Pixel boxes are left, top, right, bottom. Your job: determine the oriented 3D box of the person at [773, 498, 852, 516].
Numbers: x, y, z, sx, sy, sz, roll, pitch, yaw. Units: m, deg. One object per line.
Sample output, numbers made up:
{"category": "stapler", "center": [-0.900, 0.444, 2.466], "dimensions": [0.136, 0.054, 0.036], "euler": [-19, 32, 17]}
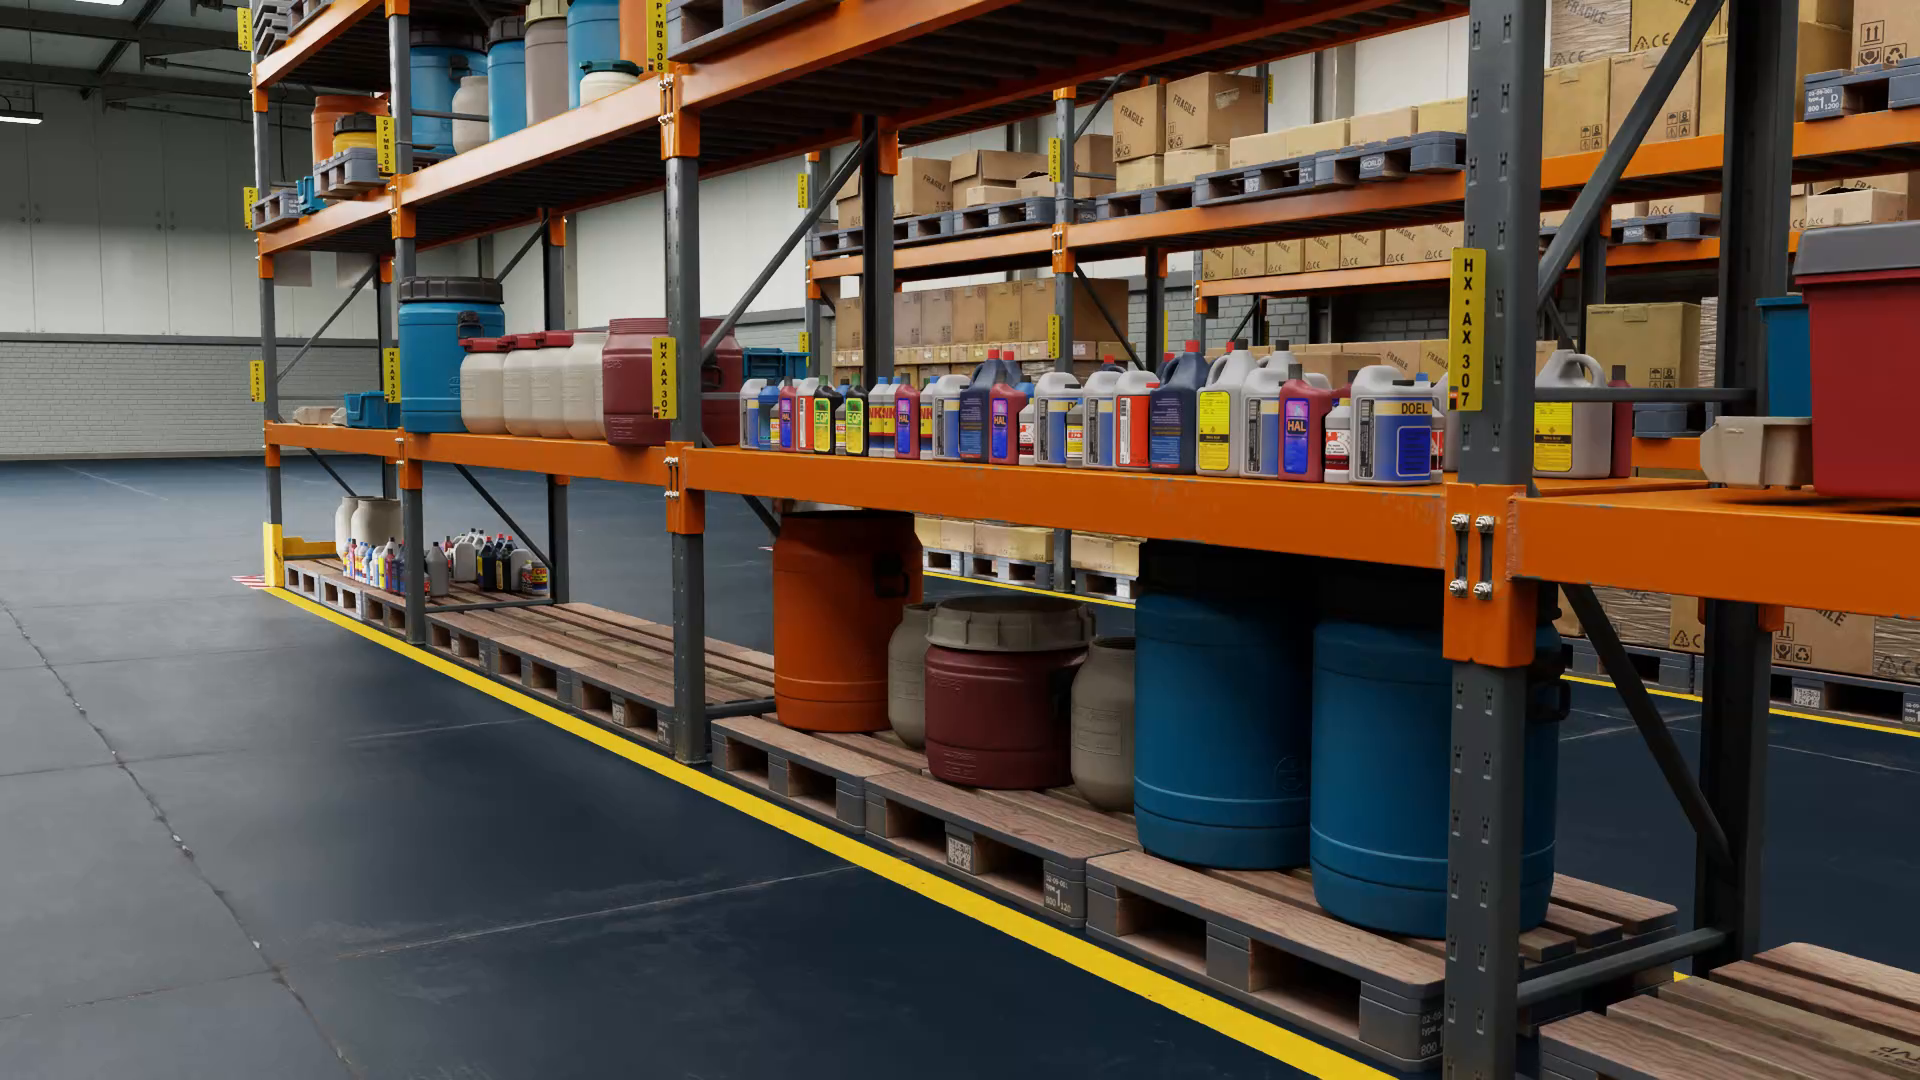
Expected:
{"category": "person", "center": [-0.837, -0.108, 9.548], "dimensions": [0.425, 1.596, 0.489], "euler": [-3, 6, -34]}
